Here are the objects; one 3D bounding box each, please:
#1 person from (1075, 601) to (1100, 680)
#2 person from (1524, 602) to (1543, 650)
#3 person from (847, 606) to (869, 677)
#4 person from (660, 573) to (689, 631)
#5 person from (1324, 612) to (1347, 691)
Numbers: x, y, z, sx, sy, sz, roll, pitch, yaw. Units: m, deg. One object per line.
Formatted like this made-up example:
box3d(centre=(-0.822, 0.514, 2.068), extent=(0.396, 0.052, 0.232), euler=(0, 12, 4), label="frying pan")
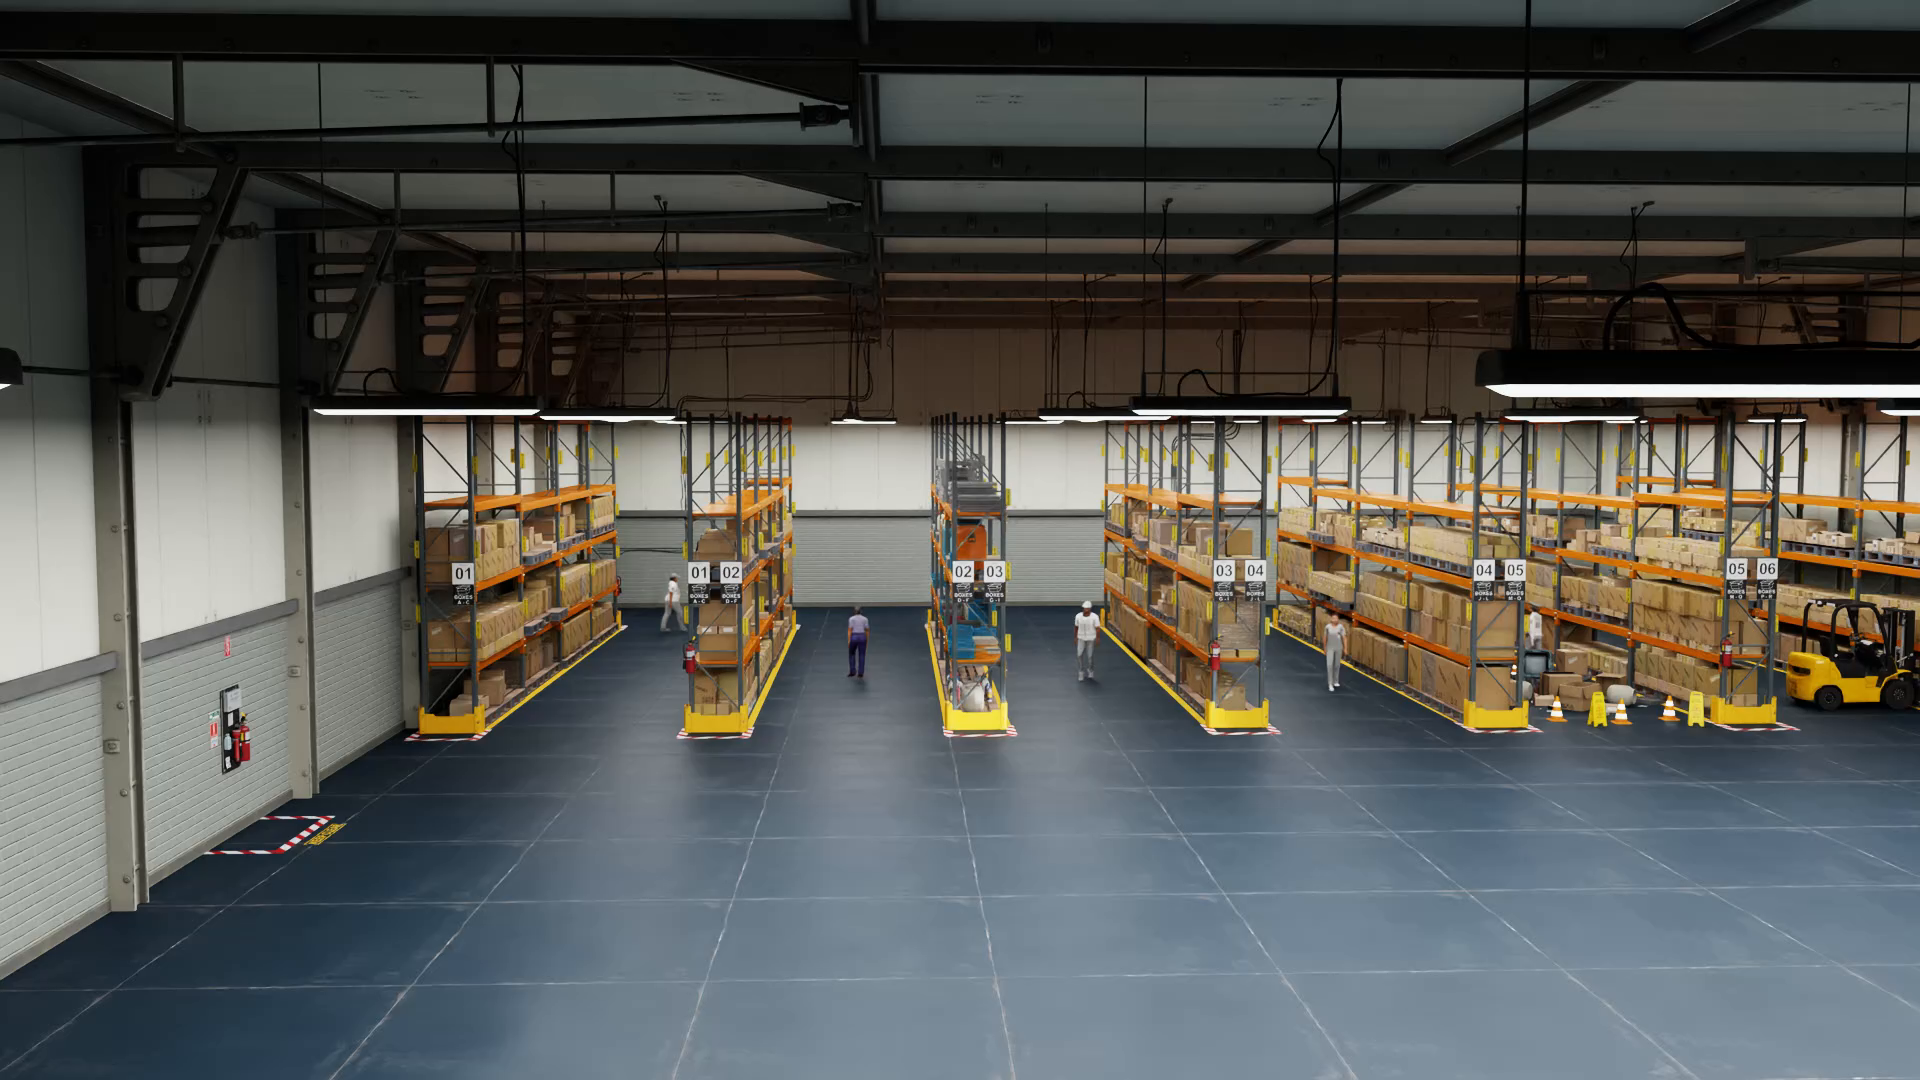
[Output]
box3d(centre=(2.886, 2.294, 37.745), extent=(0.633, 1.837, 0.519), euler=(1, 4, 19), label="person")
box3d(centre=(13.302, 2.289, 38.467), extent=(0.465, 1.715, 0.667), euler=(-1, 4, -16), label="person")
box3d(centre=(-2.324, 2.344, 38.030), extent=(0.518, 1.686, 0.626), euler=(-1, 4, -11), label="person")
box3d(centre=(-7.990, 1.733, 46.460), extent=(0.869, 1.620, 0.490), euler=(-3, 5, -37), label="person")
box3d(centre=(8.204, 2.415, 36.348), extent=(0.488, 1.682, 0.681), euler=(1, 4, 8), label="person")
